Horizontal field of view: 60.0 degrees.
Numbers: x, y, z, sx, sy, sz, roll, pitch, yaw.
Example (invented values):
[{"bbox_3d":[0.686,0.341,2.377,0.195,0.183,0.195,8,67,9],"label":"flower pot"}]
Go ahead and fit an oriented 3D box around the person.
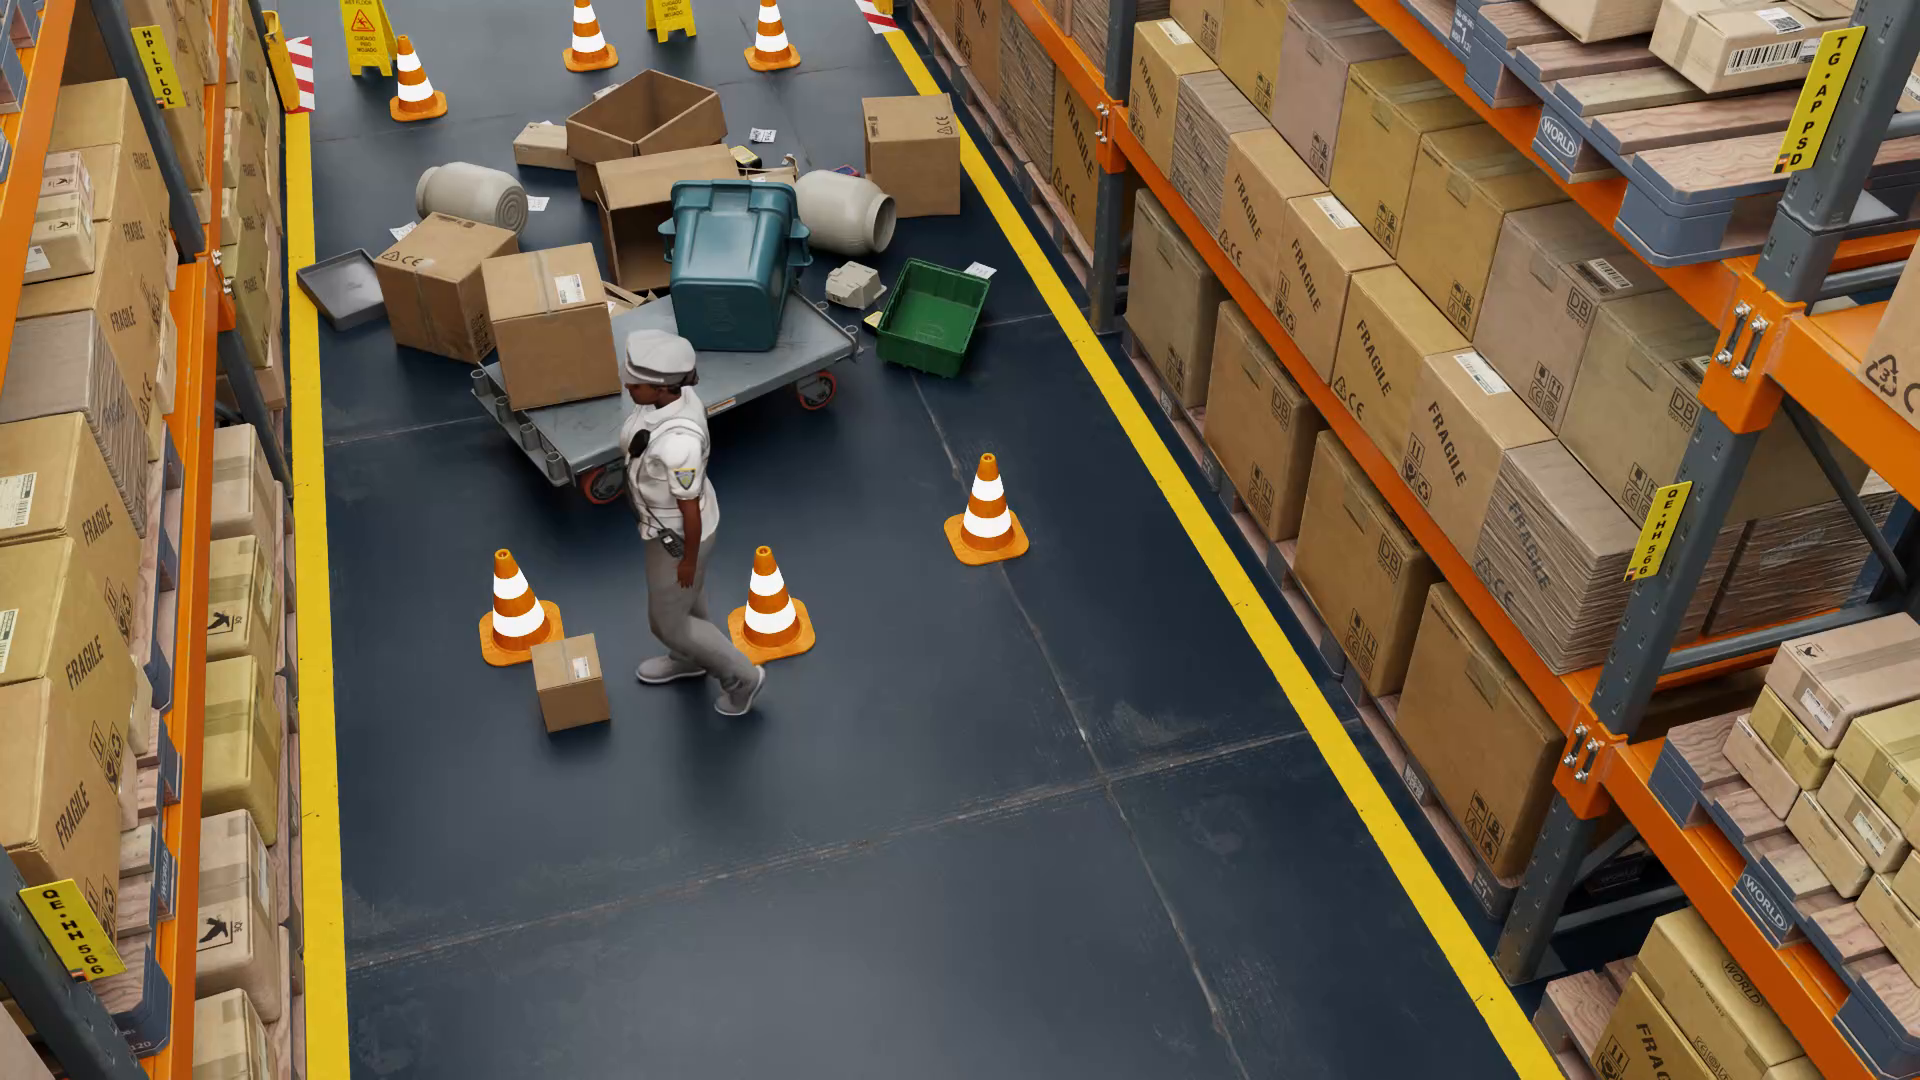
[{"bbox_3d":[-1.067,-0.058,6.215,0.487,1.699,0.491,-8,43,-9],"label":"person"}]
